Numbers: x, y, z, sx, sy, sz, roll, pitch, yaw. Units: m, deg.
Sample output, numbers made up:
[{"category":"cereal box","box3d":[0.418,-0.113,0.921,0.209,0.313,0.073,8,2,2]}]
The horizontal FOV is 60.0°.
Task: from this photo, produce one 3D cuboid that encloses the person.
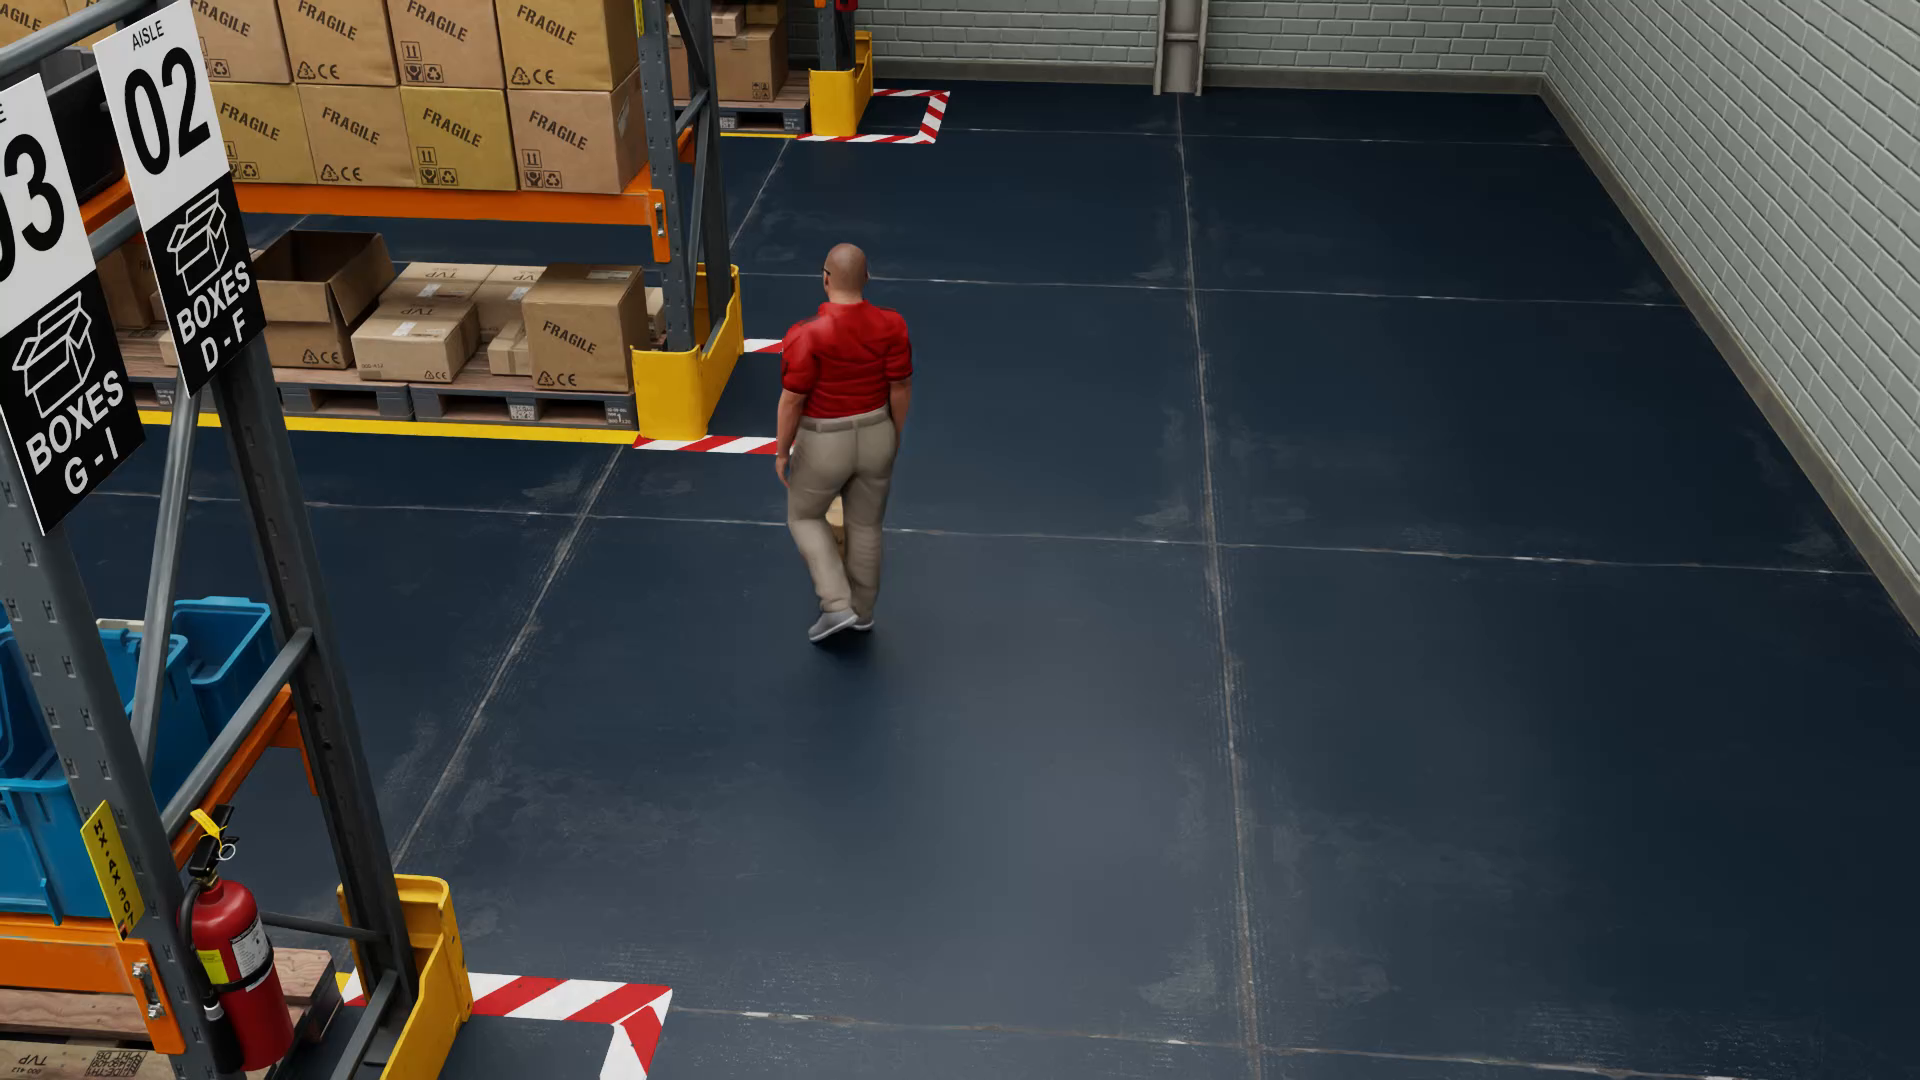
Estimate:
[{"category":"person","box3d":[-0.476,-0.371,6.747,0.436,1.568,0.395,-12,34,-19]}]
